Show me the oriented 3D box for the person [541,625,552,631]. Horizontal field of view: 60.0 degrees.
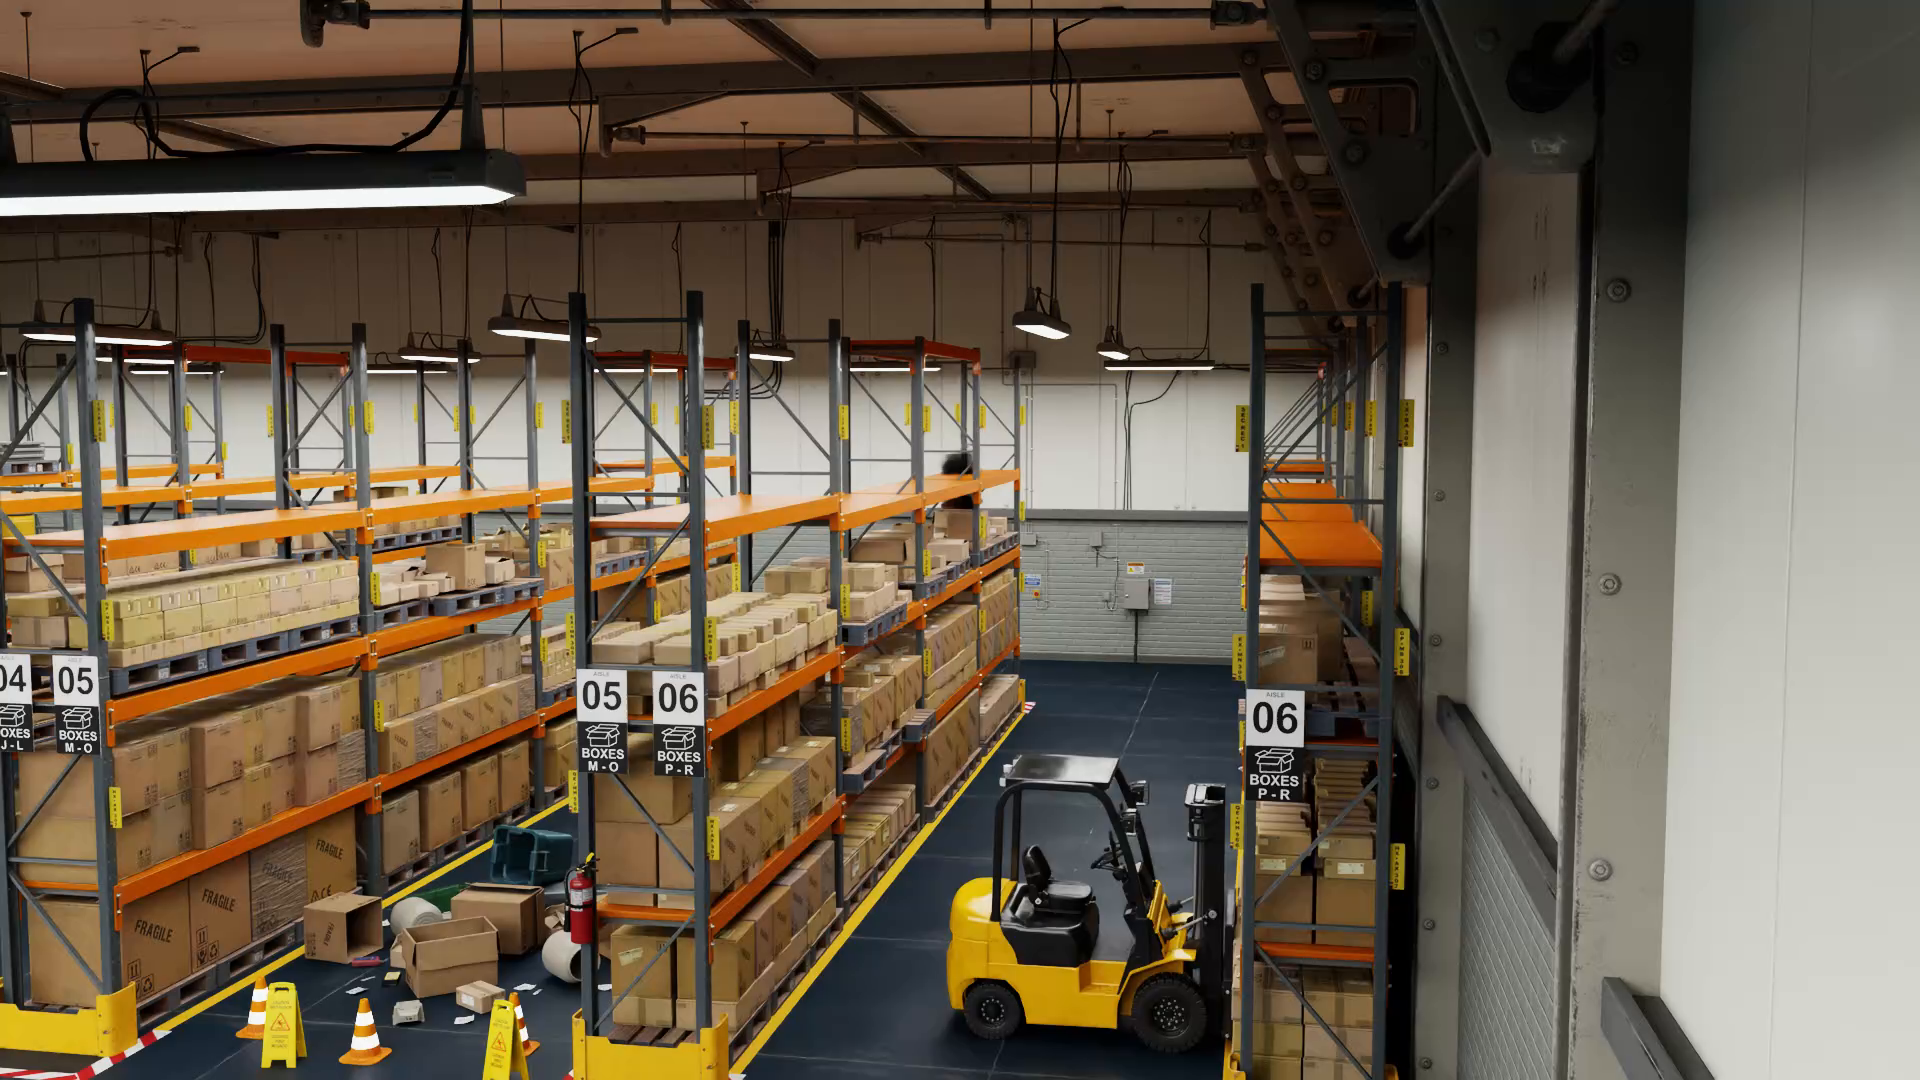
[{"bbox_3d":[-6.704,2.190,27.056,0.574,1.619,0.497,1,5,14],"label":"person"}]
